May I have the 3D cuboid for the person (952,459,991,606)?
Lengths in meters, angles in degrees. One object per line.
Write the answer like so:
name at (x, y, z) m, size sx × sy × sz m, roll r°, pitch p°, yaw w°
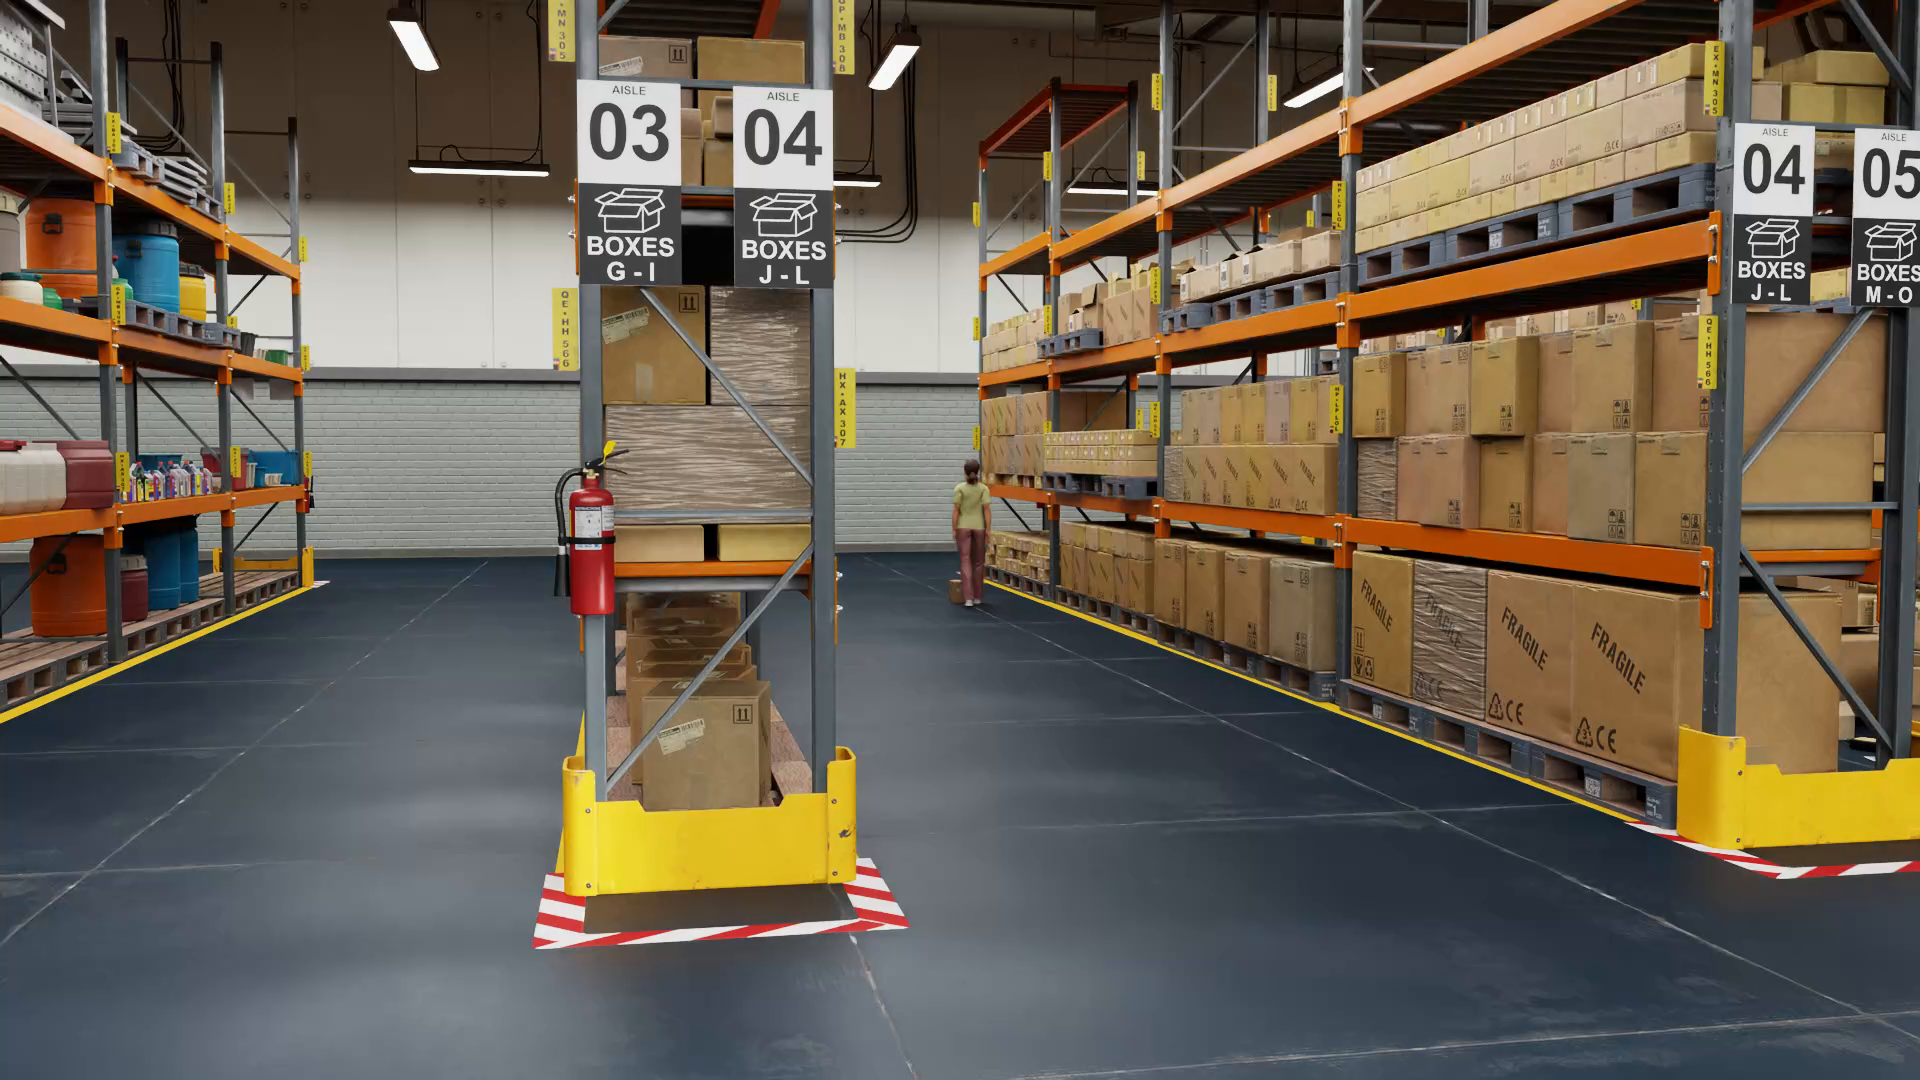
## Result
person at (0.100, -0.088, 18.878) m, size 0.438 × 1.665 × 0.616 m, roll -1°, pitch 3°, yaw -12°
